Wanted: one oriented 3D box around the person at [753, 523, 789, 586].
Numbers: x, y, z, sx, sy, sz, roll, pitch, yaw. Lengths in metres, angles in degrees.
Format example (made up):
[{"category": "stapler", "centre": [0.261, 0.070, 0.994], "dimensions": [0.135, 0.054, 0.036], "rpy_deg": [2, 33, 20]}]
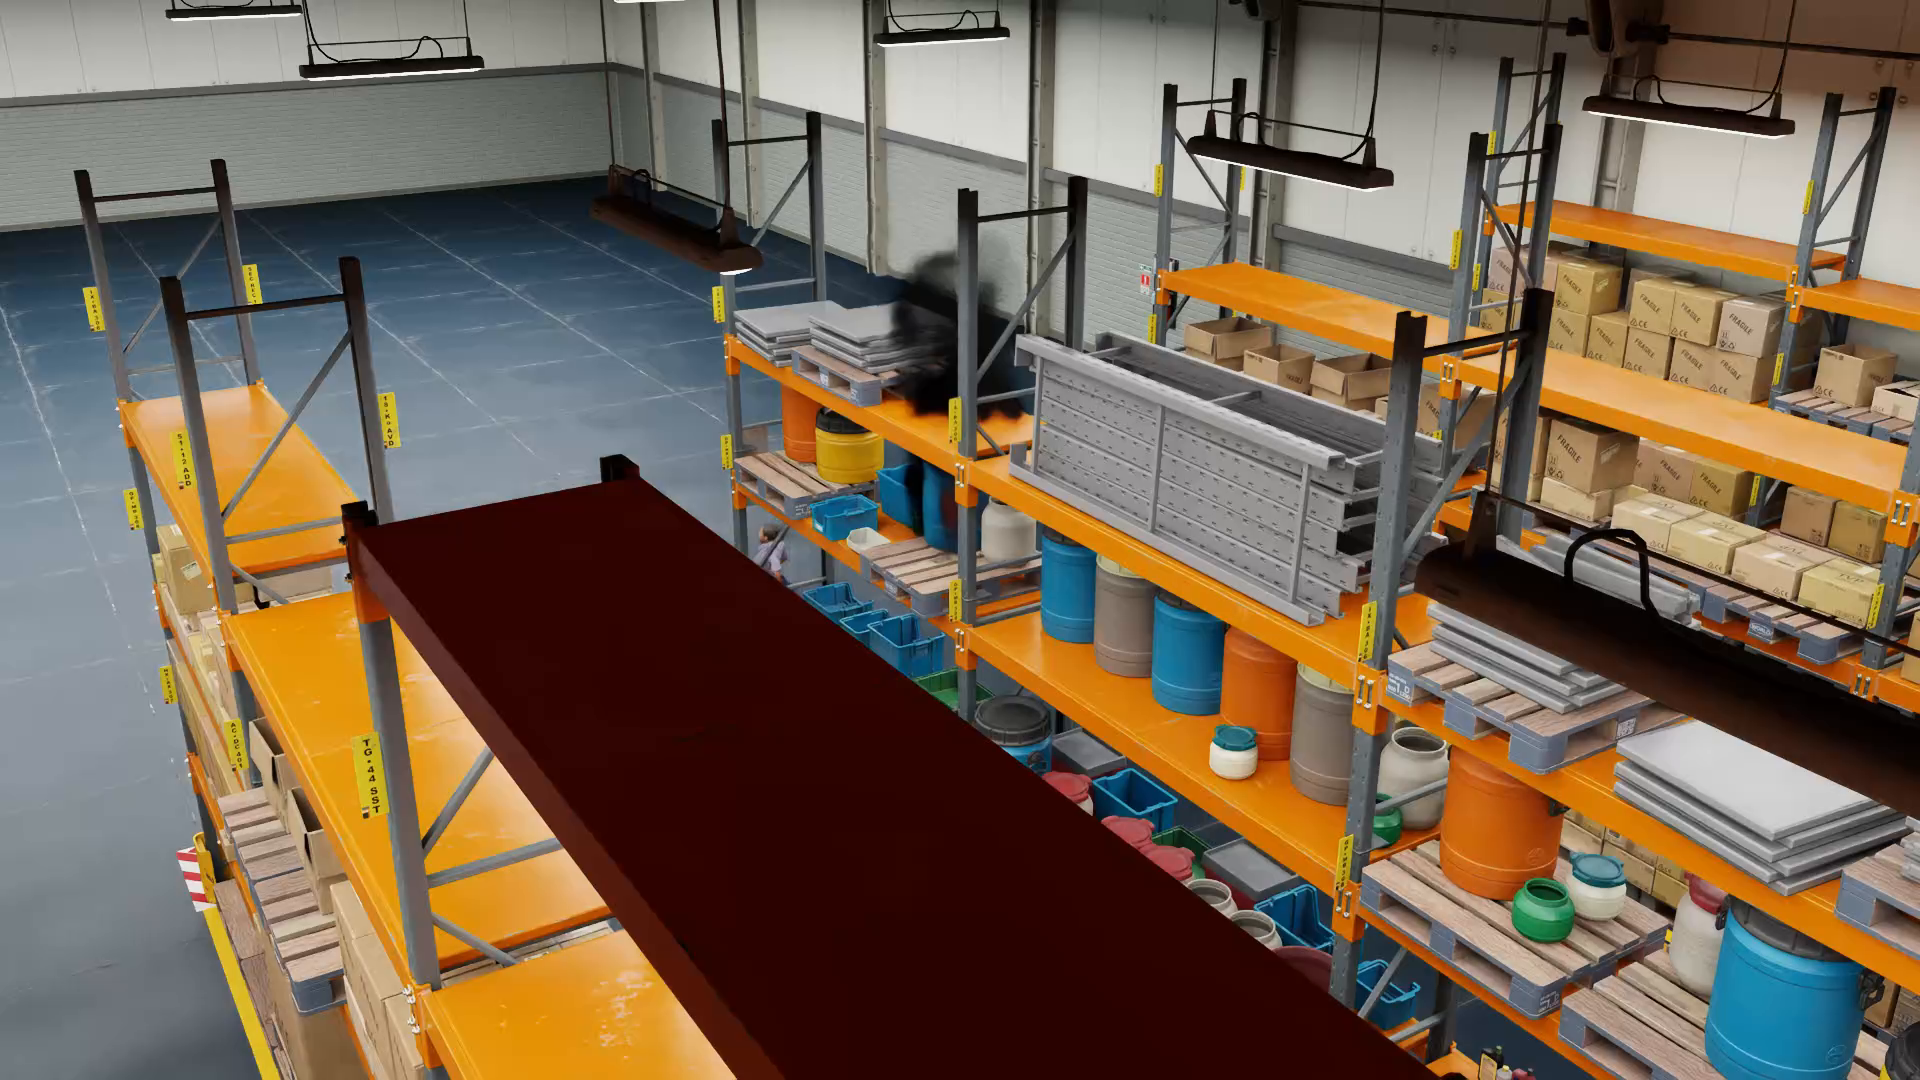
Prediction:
[{"category": "person", "centre": [-2.012, 0.581, 17.717], "dimensions": [0.848, 1.658, 0.618], "rpy_deg": [6, 23, 16]}]
